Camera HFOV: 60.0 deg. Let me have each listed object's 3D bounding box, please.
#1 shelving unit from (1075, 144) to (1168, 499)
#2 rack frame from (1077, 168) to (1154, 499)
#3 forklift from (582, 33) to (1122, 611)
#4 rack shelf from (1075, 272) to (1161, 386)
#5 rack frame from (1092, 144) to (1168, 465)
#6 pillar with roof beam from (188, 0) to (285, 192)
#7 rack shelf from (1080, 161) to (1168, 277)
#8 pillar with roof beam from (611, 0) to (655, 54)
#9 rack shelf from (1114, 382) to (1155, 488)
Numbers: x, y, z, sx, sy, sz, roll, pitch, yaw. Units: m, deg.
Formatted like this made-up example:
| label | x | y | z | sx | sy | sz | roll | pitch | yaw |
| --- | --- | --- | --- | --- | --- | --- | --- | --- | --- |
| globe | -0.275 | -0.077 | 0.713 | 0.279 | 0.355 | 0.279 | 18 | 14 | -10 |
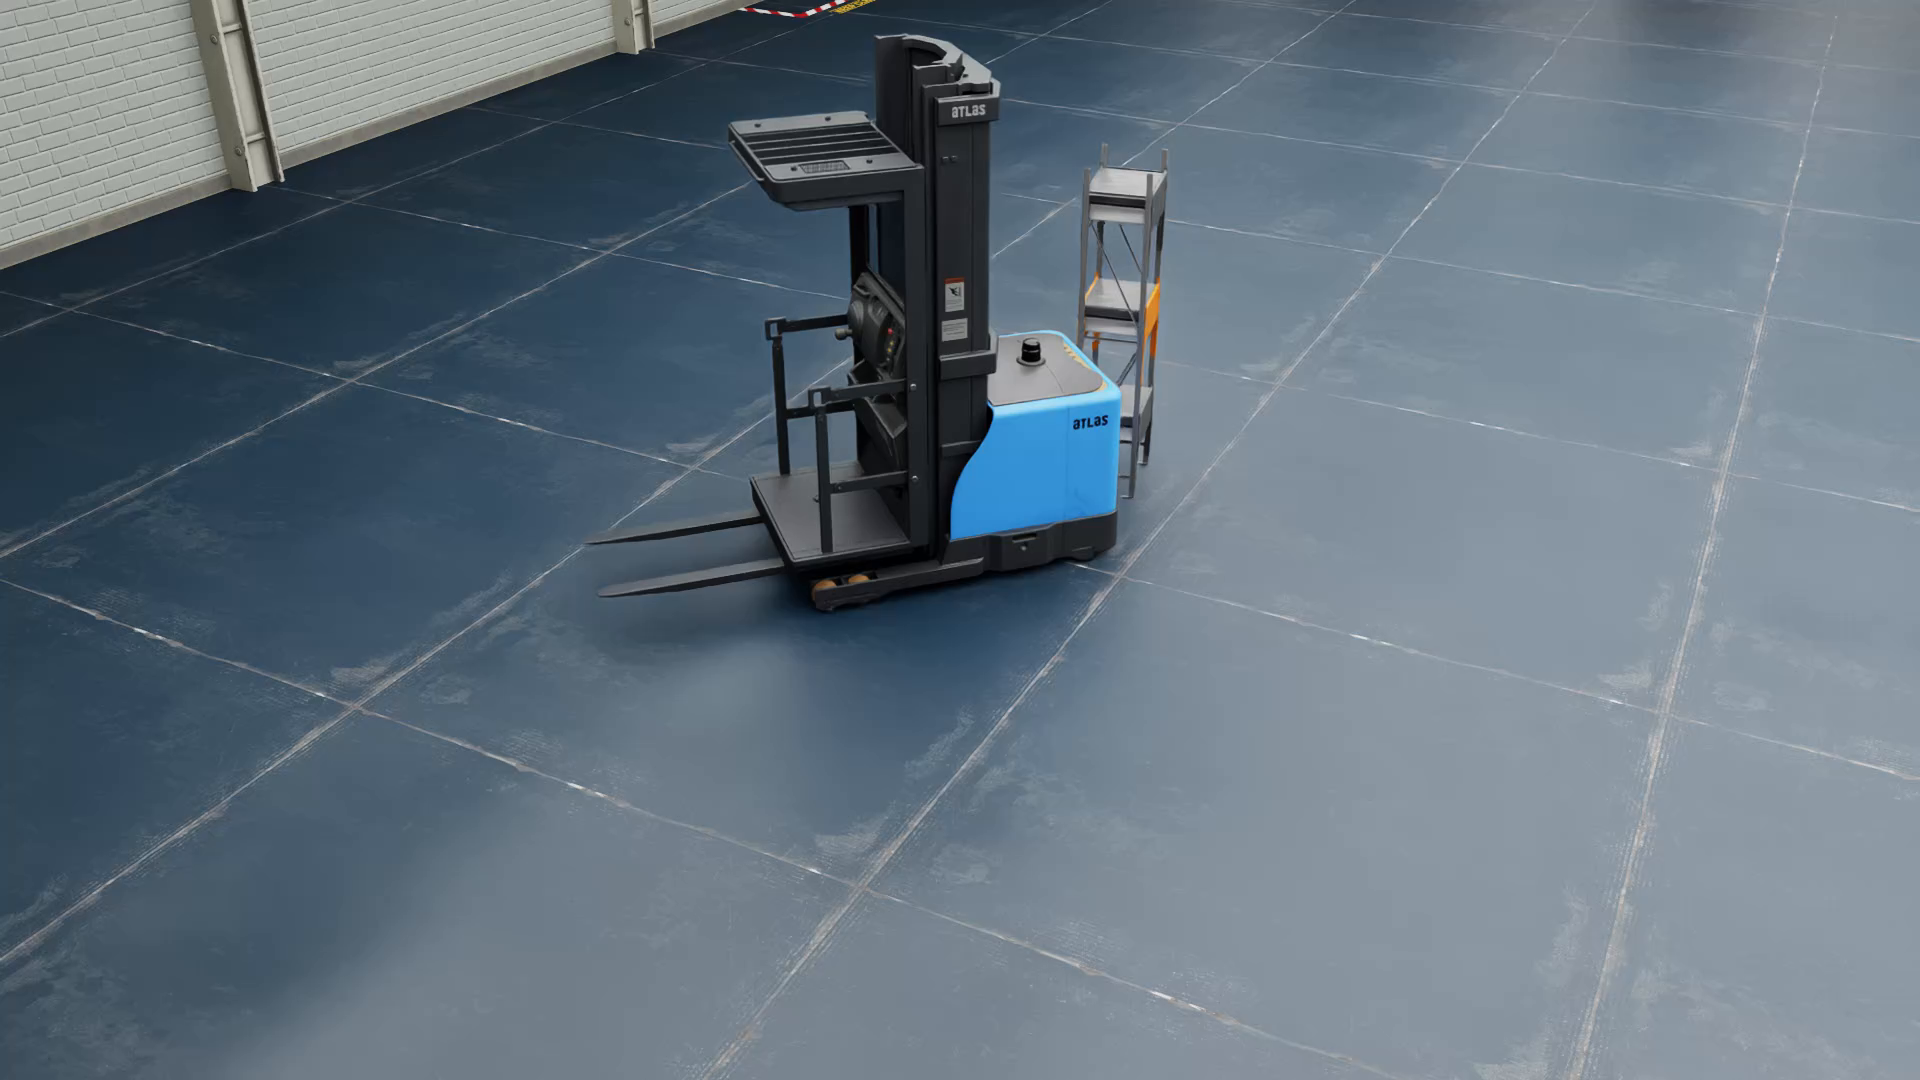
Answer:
| label | x | y | z | sx | sy | sz | roll | pitch | yaw |
| --- | --- | --- | --- | --- | --- | --- | --- | --- | --- |
| shelving unit | 0.974 | -1.314 | 10.219 | 0.431 | 2.100 | 0.503 | 8 | 31 | 14 |
| rack frame | 0.906 | -1.197 | 10.016 | 0.400 | 2.100 | 0.015 | 8 | 31 | 14 |
| forklift | -0.645 | -1.171 | 9.136 | 3.031 | 2.935 | 1.130 | -10 | 31 | -16 |
| rack shelf | 0.974 | -1.302 | 10.226 | 0.431 | 0.518 | 0.480 | 8 | 31 | 14 |
| rack frame | 1.041 | -1.430 | 10.423 | 0.400 | 2.100 | 0.015 | 8 | 31 | 14 |
| pillar with roof beam | -2.930 | -6.355 | 12.071 | 9.100 | 9.000 | 0.400 | 14 | 33 | 23 |
| rack shelf | 0.974 | -1.909 | 9.877 | 0.431 | 0.518 | 0.480 | 8 | 31 | 14 |
| pillar with roof beam | -0.197 | -9.015 | 16.703 | 9.100 | 9.000 | 0.400 | 14 | 33 | 23 |
| rack shelf | 0.974 | -0.695 | 10.575 | 0.431 | 0.518 | 0.480 | 8 | 31 | 14 |
